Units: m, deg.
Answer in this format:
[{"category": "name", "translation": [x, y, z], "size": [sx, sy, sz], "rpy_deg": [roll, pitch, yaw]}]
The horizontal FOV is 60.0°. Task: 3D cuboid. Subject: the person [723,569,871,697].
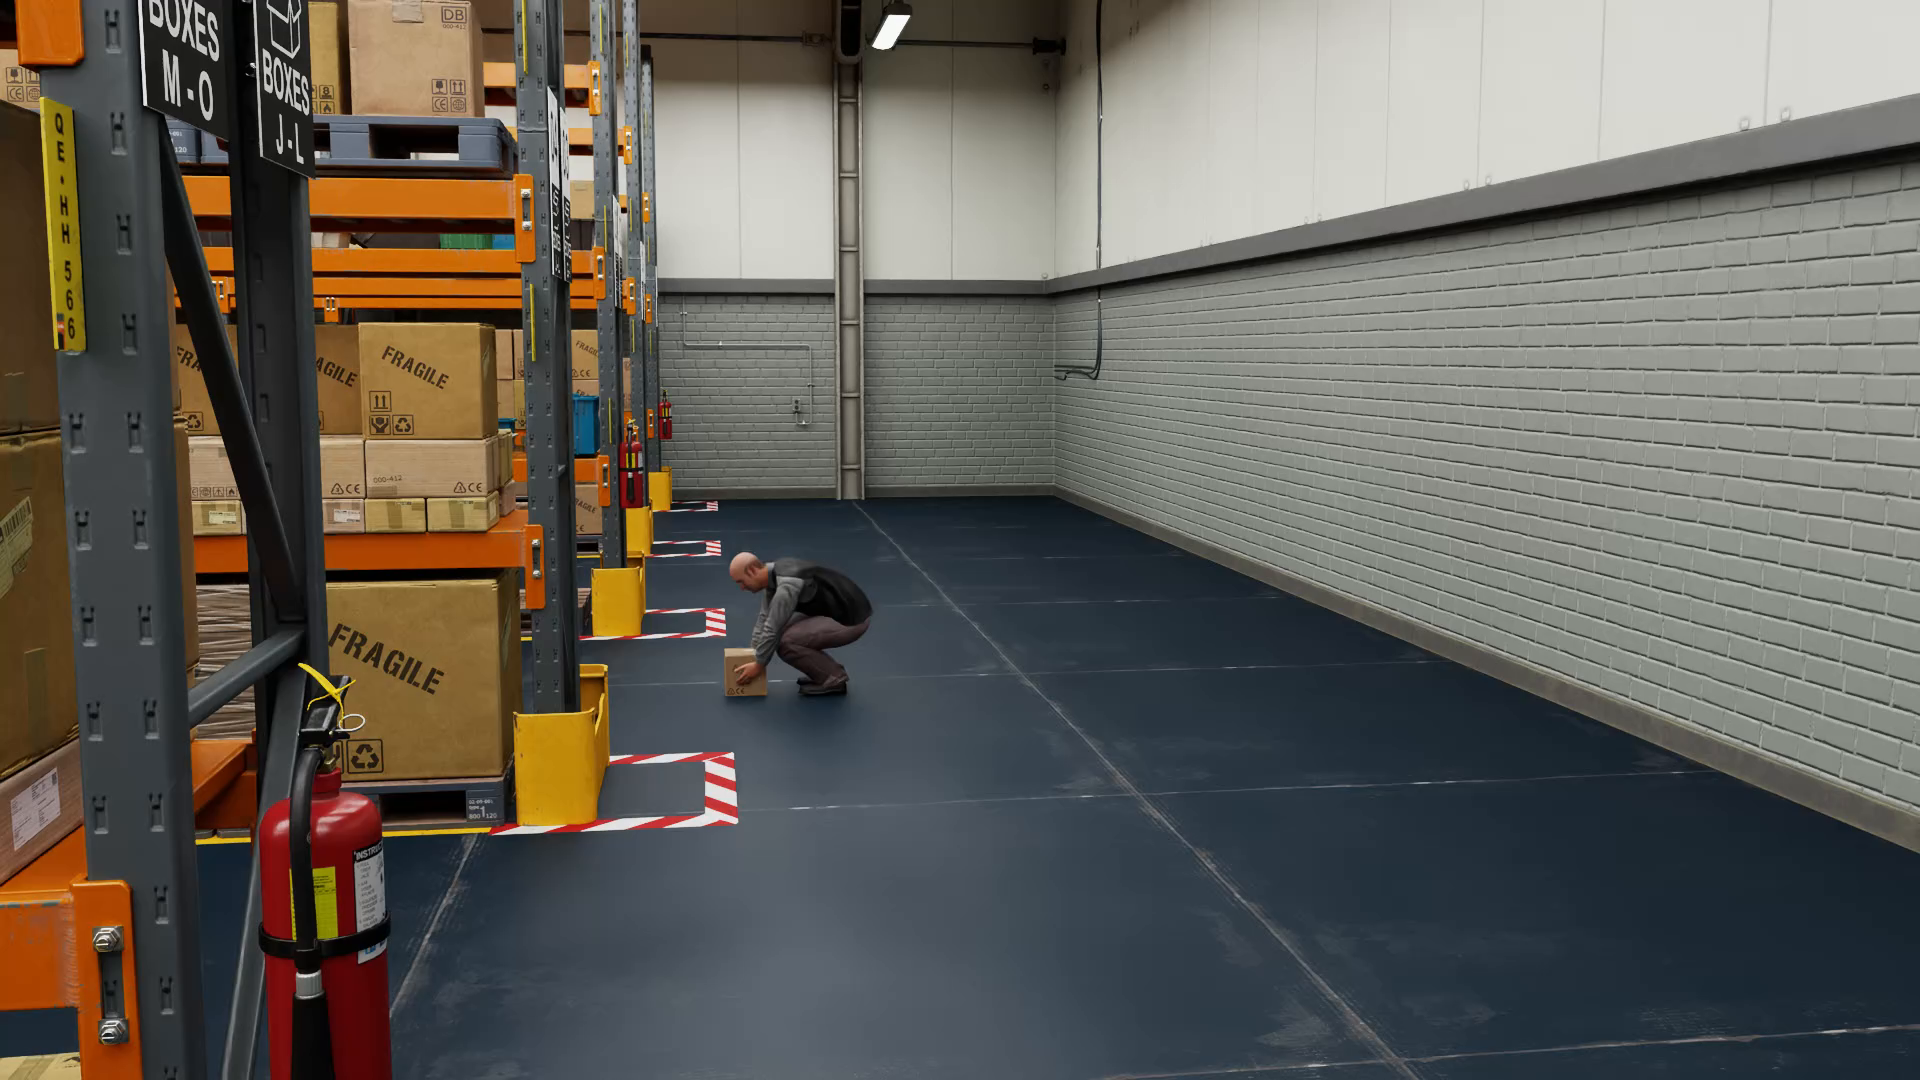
[{"category": "person", "translation": [-0.999, 0.575, 10.211], "size": [0.898, 0.830, 0.528], "rpy_deg": [-1, 7, -9]}]
